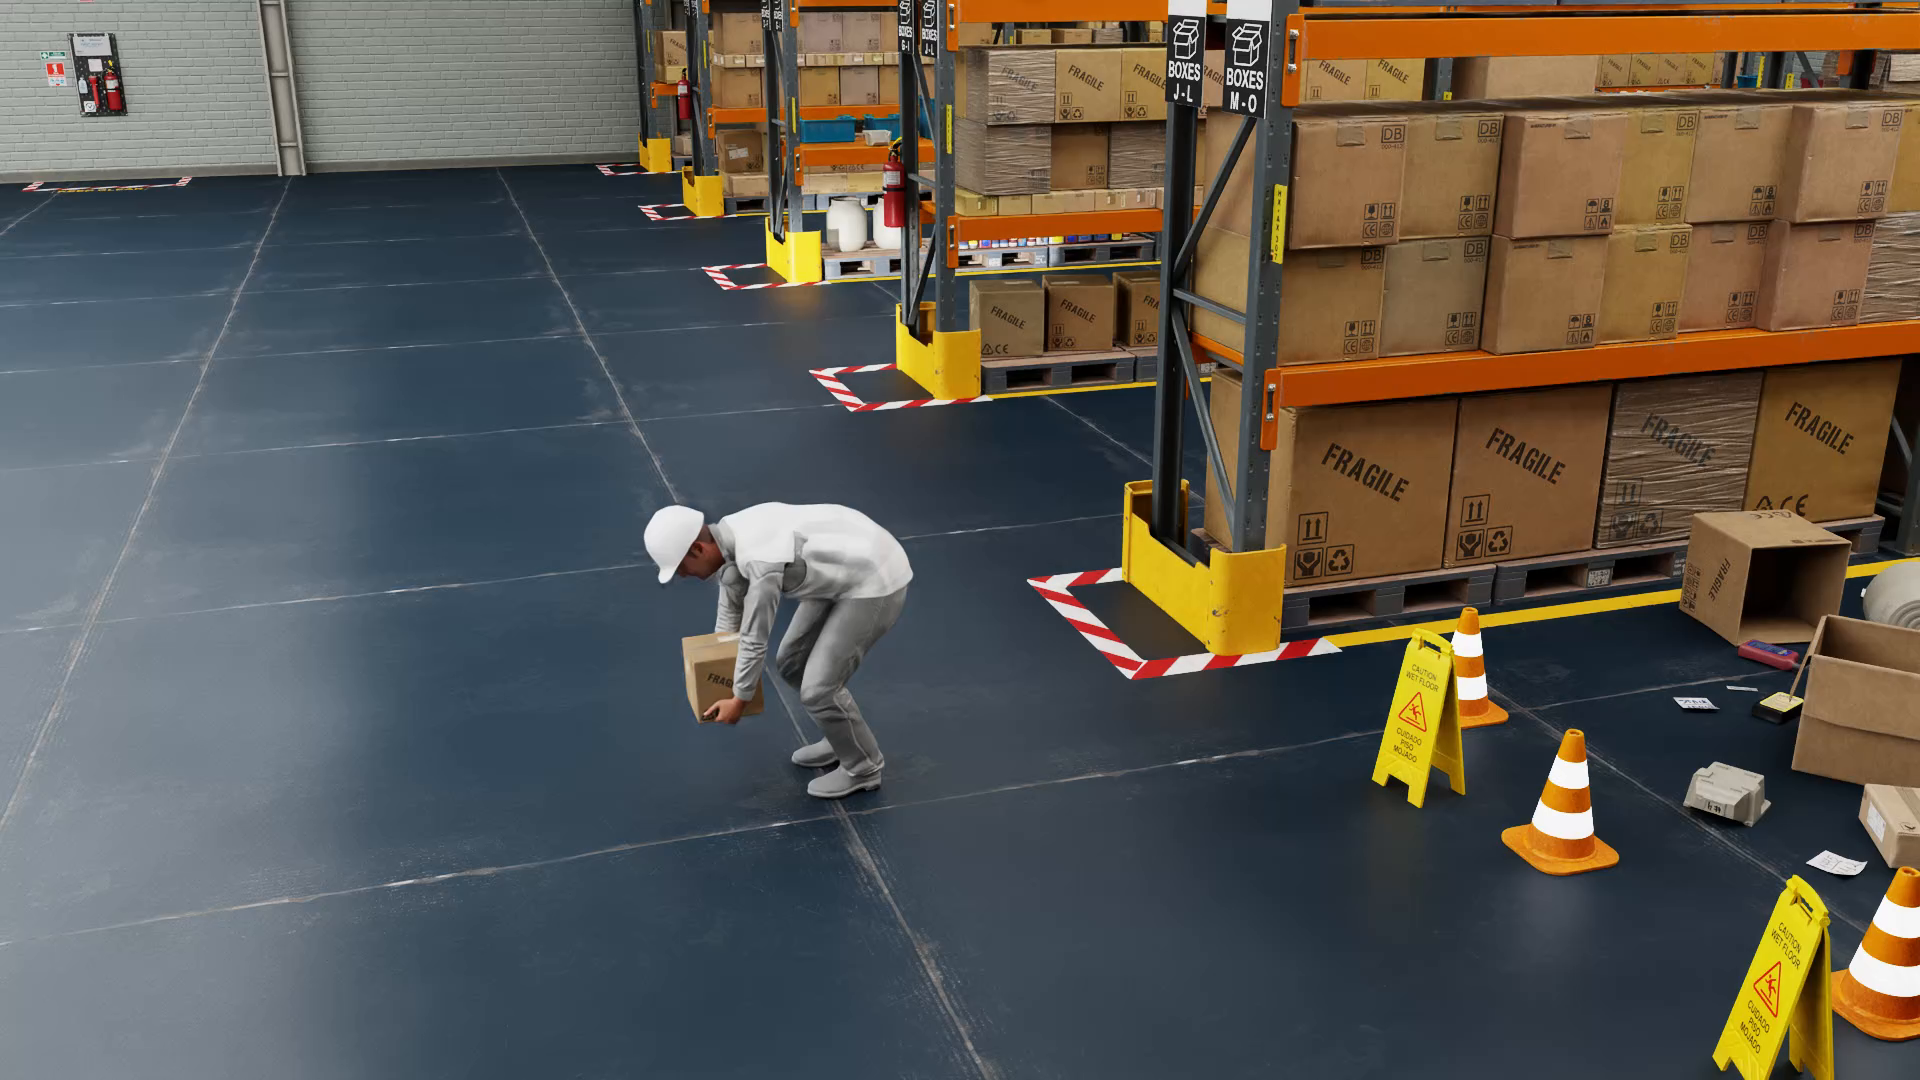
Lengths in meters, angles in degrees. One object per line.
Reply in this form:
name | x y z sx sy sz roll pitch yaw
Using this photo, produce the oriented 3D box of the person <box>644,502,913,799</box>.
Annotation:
person | -0.678 0.395 6.295 0.973 1.179 0.488 -7 20 -20
